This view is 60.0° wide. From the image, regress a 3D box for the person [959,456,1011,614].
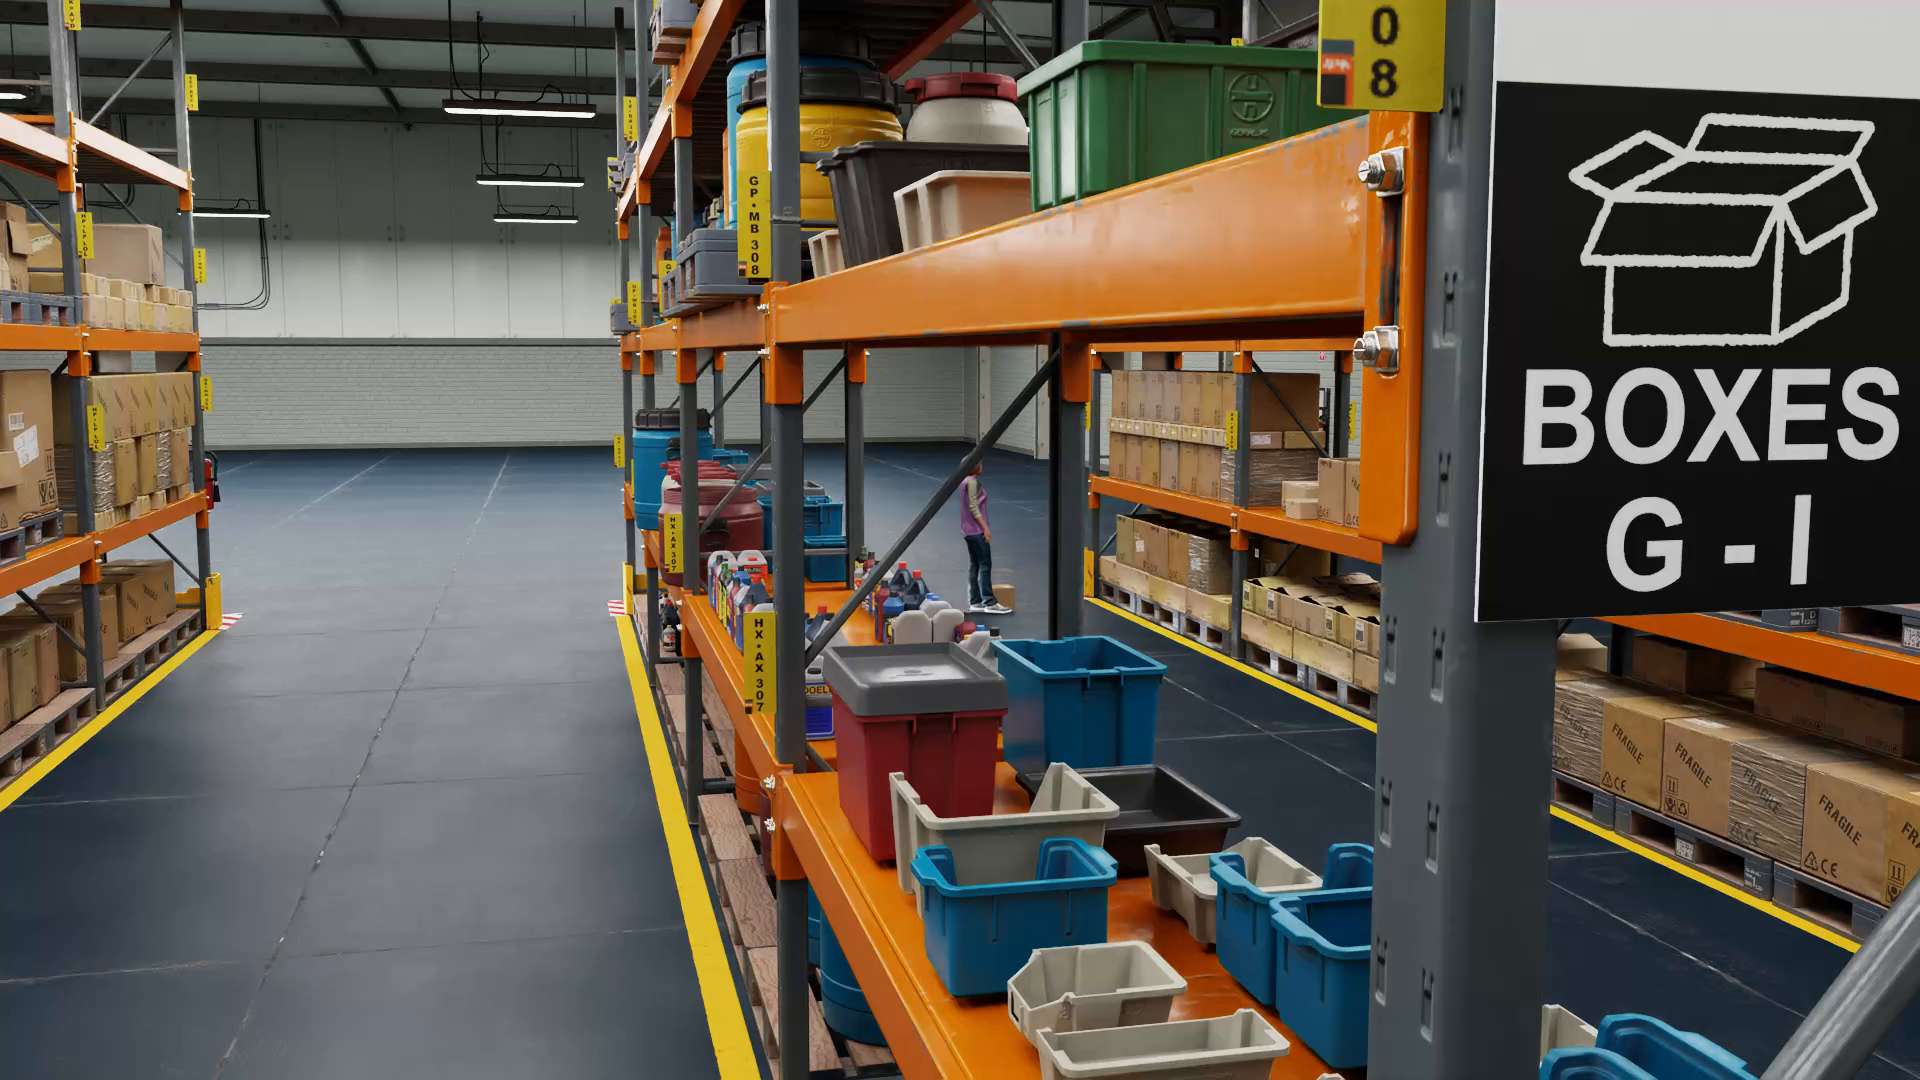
[{"bbox_3d":[0.239,-0.070,16.917,0.475,1.597,0.520,-2,7,-14],"label":"person"}]
